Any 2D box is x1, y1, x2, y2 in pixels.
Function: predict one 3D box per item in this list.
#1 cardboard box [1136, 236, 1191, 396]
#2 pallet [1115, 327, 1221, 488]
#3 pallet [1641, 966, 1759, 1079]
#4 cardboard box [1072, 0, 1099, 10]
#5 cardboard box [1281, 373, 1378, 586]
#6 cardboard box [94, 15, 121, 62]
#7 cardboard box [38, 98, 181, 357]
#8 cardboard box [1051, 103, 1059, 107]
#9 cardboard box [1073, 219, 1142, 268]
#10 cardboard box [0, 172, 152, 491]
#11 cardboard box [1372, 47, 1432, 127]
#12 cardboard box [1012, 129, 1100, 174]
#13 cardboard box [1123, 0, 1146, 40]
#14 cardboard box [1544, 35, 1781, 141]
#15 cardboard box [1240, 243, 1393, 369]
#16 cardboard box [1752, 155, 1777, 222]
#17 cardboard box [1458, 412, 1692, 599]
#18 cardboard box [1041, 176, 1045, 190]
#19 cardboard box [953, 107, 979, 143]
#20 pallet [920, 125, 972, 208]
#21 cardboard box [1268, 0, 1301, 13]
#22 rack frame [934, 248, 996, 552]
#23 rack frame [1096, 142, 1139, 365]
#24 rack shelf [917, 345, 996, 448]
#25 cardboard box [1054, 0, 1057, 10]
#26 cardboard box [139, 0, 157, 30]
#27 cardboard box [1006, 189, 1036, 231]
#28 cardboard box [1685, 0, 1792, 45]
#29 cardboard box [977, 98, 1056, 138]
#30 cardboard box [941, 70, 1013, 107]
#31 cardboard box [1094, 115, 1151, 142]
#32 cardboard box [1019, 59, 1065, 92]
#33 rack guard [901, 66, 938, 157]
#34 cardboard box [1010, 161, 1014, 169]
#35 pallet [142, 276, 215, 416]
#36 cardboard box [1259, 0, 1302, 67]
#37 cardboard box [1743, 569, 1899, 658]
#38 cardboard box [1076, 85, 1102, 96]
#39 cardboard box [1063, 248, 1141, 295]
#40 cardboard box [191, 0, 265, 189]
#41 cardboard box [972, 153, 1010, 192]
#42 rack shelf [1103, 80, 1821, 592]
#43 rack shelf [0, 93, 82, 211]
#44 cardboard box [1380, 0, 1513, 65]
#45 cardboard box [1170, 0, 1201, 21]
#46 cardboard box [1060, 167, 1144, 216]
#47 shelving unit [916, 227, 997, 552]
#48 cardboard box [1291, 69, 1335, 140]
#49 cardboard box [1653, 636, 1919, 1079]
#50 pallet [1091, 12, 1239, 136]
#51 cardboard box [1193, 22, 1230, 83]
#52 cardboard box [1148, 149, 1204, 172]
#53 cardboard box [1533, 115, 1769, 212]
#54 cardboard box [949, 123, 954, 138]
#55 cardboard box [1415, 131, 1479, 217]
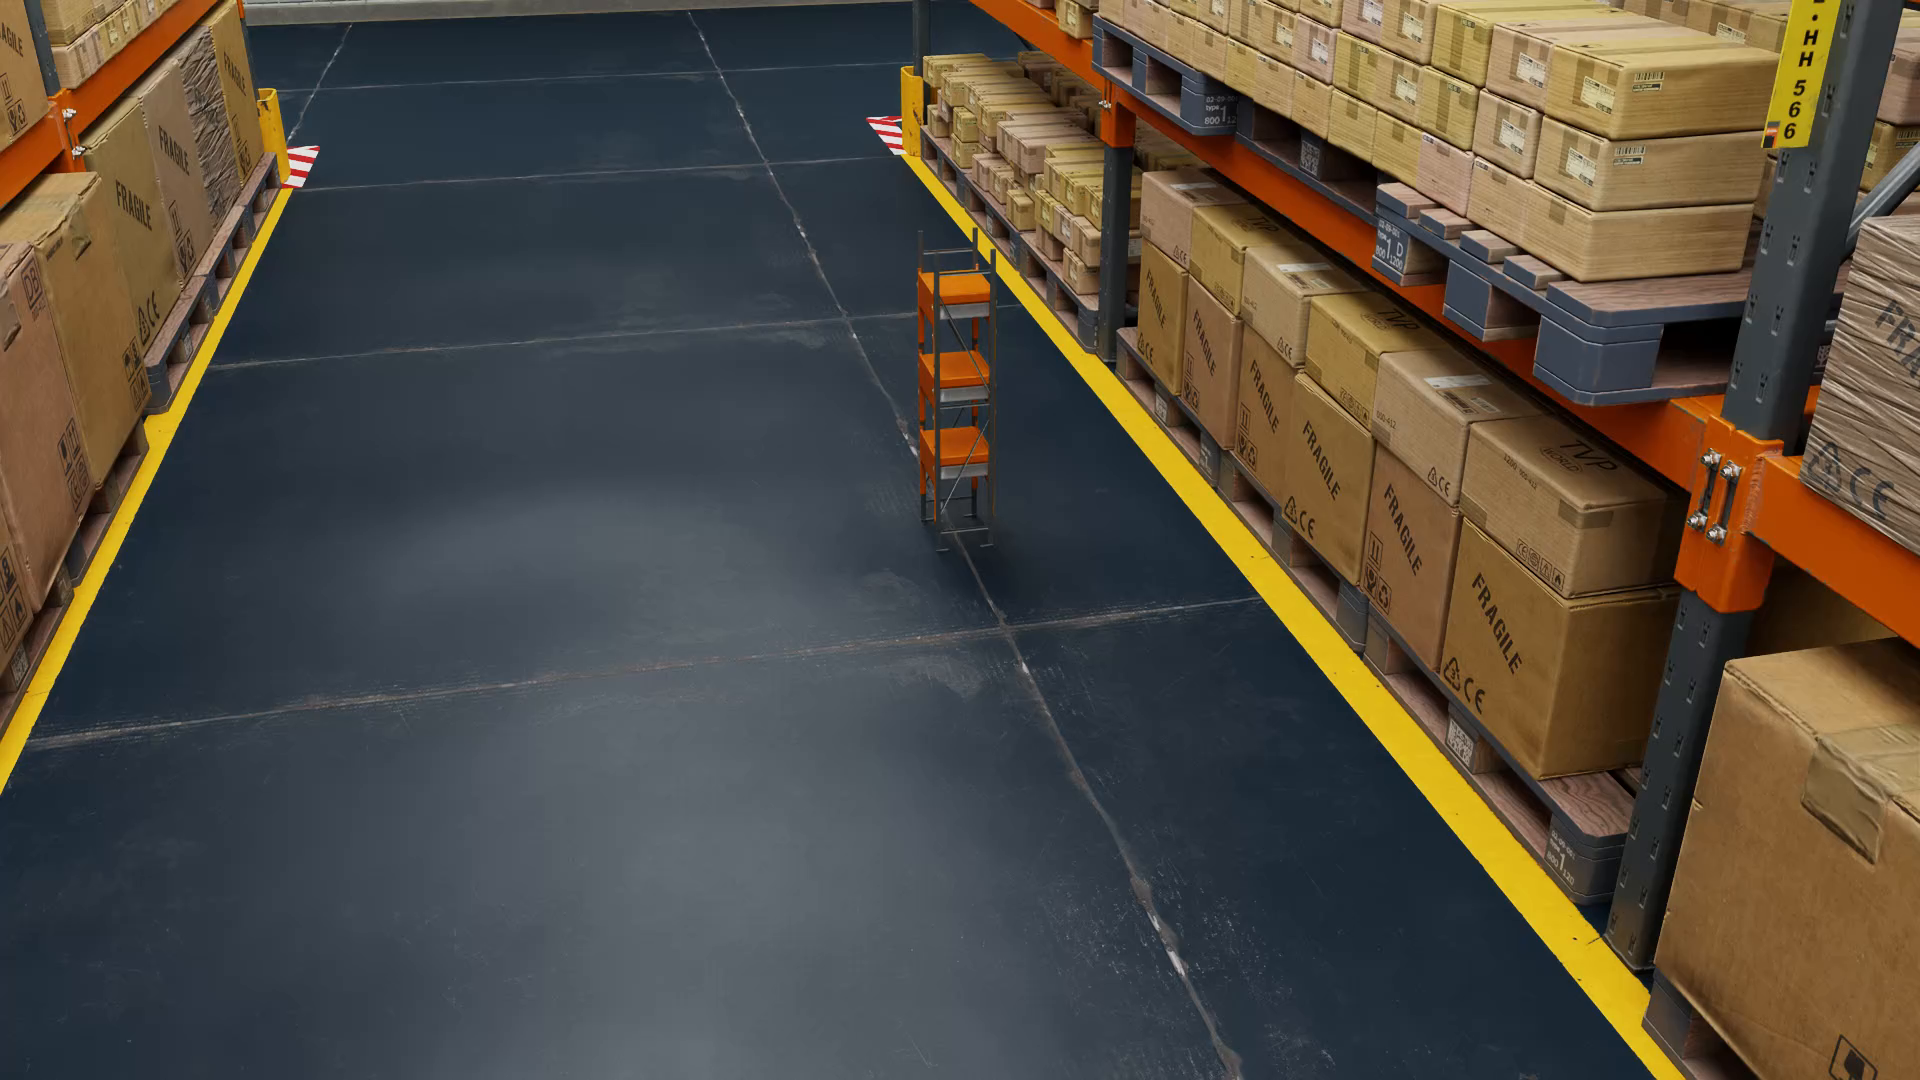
[{"bbox_3d":[1.012,-0.902,6.517,0.500,0.500,0.500,-5,27,-10],"label":"cardboard box"},{"bbox_3d":[1.281,-0.596,6.696,1.003,0.211,1.213,-6,27,-12],"label":"pallet"},{"bbox_3d":[2.110,1.173,3.193,1.003,0.211,1.213,-6,27,-12],"label":"pallet"},{"bbox_3d":[0.720,-2.543,7.019,0.500,0.500,0.500,-6,27,-12],"label":"cardboard box"},{"bbox_3d":[1.354,-0.219,5.163,0.500,0.500,0.500,-7,28,-14],"label":"cardboard box"},{"bbox_3d":[-3.613,-2.005,6.673,0.380,0.149,0.250,-5,27,-10],"label":"cardboard box"},{"bbox_3d":[-3.822,-1.260,6.809,0.875,0.875,0.875,-6,27,-12],"label":"cardboard box"},{"bbox_3d":[0.679,-2.427,9.596,0.380,0.149,0.250,-6,27,-12],"label":"cardboard box"},{"bbox_3d":[0.723,-1.336,7.435,0.380,0.149,0.250,-5,27,-11],"label":"cardboard box"},{"bbox_3d":[-3.588,-0.683,5.666,1.225,0.875,0.875,-6,27,-11],"label":"cardboard box"},{"bbox_3d":[1.271,-1.147,4.176,0.380,0.149,0.250,-6,27,-11],"label":"cardboard box"},{"bbox_3d":[0.477,-1.940,8.303,0.380,0.149,0.250,-7,28,-14],"label":"cardboard box"},{"bbox_3d":[0.813,-1.917,6.031,0.380,0.149,0.250,-6,27,-11],"label":"cardboard box"},{"bbox_3d":[1.448,-0.936,3.427,0.380,0.149,0.250,-7,28,-14],"label":"cardboard box"},{"bbox_3d":[1.246,-0.779,5.441,0.500,0.250,0.500,-5,27,-10],"label":"cardboard box"},{"bbox_3d":[2.041,-0.836,3.890,0.380,0.149,0.250,-5,27,-9],"label":"cardboard box"},{"bbox_3d":[1.596,-0.106,4.107,0.500,0.250,0.500,-7,28,-13],"label":"cardboard box"},{"bbox_3d":[0.612,-1.689,8.135,0.380,0.149,0.250,-6,27,-11],"label":"cardboard box"},{"bbox_3d":[0.171,-2.382,9.507,0.380,0.149,0.250,-5,27,-10],"label":"cardboard box"},{"bbox_3d":[0.368,-2.300,10.072,1.003,0.211,1.213,-6,27,-12],"label":"pallet"},{"bbox_3d":[1.101,-1.618,4.779,0.380,0.149,0.250,-5,27,-10],"label":"cardboard box"},{"bbox_3d":[0.015,-0.439,5.454,0.200,1.050,0.008,-6,27,-12],"label":"rack frame"},{"bbox_3d":[1.104,-2.182,6.744,1.000,3.000,0.127,-6,27,-12],"label":"rack frame"},{"bbox_3d":[-0.012,-0.483,5.565,0.215,0.259,0.240,-6,27,-12],"label":"rack shelf"},{"bbox_3d":[0.654,-2.517,7.687,0.380,0.149,0.250,-7,28,-13],"label":"cardboard box"},{"bbox_3d":[-3.786,-2.343,7.342,0.380,0.149,0.250,-6,27,-11],"label":"cardboard box"},{"bbox_3d":[0.450,-1.689,8.465,0.380,0.149,0.250,-6,27,-12],"label":"cardboard box"},{"bbox_3d":[1.976,-1.215,3.981,0.380,0.149,0.250,-6,27,-12],"label":"cardboard box"},{"bbox_3d":[0.305,-2.278,8.972,0.380,0.149,0.250,-6,27,-11],"label":"cardboard box"},{"bbox_3d":[0.101,-2.622,9.652,0.380,0.149,0.250,-6,27,-12],"label":"cardboard box"},{"bbox_3d":[0.918,-2.111,8.641,0.380,0.149,0.250,-7,28,-14],"label":"cardboard box"},{"bbox_3d":[0.569,-2.796,9.997,0.380,0.149,0.250,-5,27,-11],"label":"cardboard box"},{"bbox_3d":[0.220,-2.789,10.720,1.175,0.500,0.348,-6,27,-12],"label":"rack guard"},{"bbox_3d":[0.476,-2.040,8.831,0.380,0.149,0.250,-5,27,-9],"label":"cardboard box"},{"bbox_3d":[-3.846,-0.820,7.140,1.003,0.211,1.213,-6,27,-12],"label":"pallet"},{"bbox_3d":[1.099,-1.484,4.844,0.380,0.149,0.250,-6,28,-13],"label":"cardboard box"},{"bbox_3d":[2.094,0.166,4.400,0.500,0.500,0.500,-7,28,-14],"label":"cardboard box"},{"bbox_3d":[0.863,-2.462,9.337,0.380,0.149,0.250,-5,27,-10],"label":"cardboard box"},{"bbox_3d":[0.684,-1.234,7.565,0.380,0.149,0.250,-6,27,-11],"label":"cardboard box"},{"bbox_3d":[-4.431,-2.445,9.157,0.875,0.875,0.875,-6,27,-12],"label":"cardboard box"},{"bbox_3d":[0.283,-2.032,9.144,0.380,0.149,0.250,-7,28,-14],"label":"cardboard box"},{"bbox_3d":[1.555,-0.983,5.167,1.077,0.370,4.000,-6,27,-12],"label":"rack shelf"},{"bbox_3d":[-3.301,-0.524,4.257,1.077,0.370,4.000,-6,27,-12],"label":"rack shelf"},{"bbox_3d":[1.271,-1.278,4.105,0.380,0.149,0.250,-5,27,-10],"label":"cardboard box"},{"bbox_3d":[0.923,-1.830,5.529,0.380,0.149,0.250,-7,28,-14],"label":"cardboard box"},{"bbox_3d":[0.674,-1.600,7.629,0.380,0.149,0.250,-6,27,-11],"label":"cardboard box"},{"bbox_3d":[-0.012,-0.492,5.560,0.215,1.050,0.252,-6,27,-12],"label":"shelving unit"},{"bbox_3d":[1.162,-1.235,4.680,0.380,0.149,0.250,-5,27,-10],"label":"cardboard box"},{"bbox_3d":[2.055,0.667,3.130,1.050,0.750,0.750,-6,27,-12],"label":"cardboard box"},{"bbox_3d":[1.134,-1.746,6.093,1.003,0.211,1.213,-6,27,-12],"label":"pallet"},{"bbox_3d":[0.979,-1.585,5.373,0.380,0.149,0.250,-7,28,-14],"label":"cardboard box"},{"bbox_3d":[1.119,-1.768,7.961,0.380,0.149,0.250,-6,27,-12],"label":"cardboard box"},{"bbox_3d":[1.450,-0.805,3.498,0.380,0.149,0.250,-5,27,-11],"label":"cardboard box"},{"bbox_3d":[0.147,-2.484,10.040,0.380,0.149,0.250,-6,27,-12],"label":"cardboard box"},{"bbox_3d":[1.334,-0.893,4.004,0.380,0.149,0.250,-5,27,-11],"label":"cardboard box"}]
